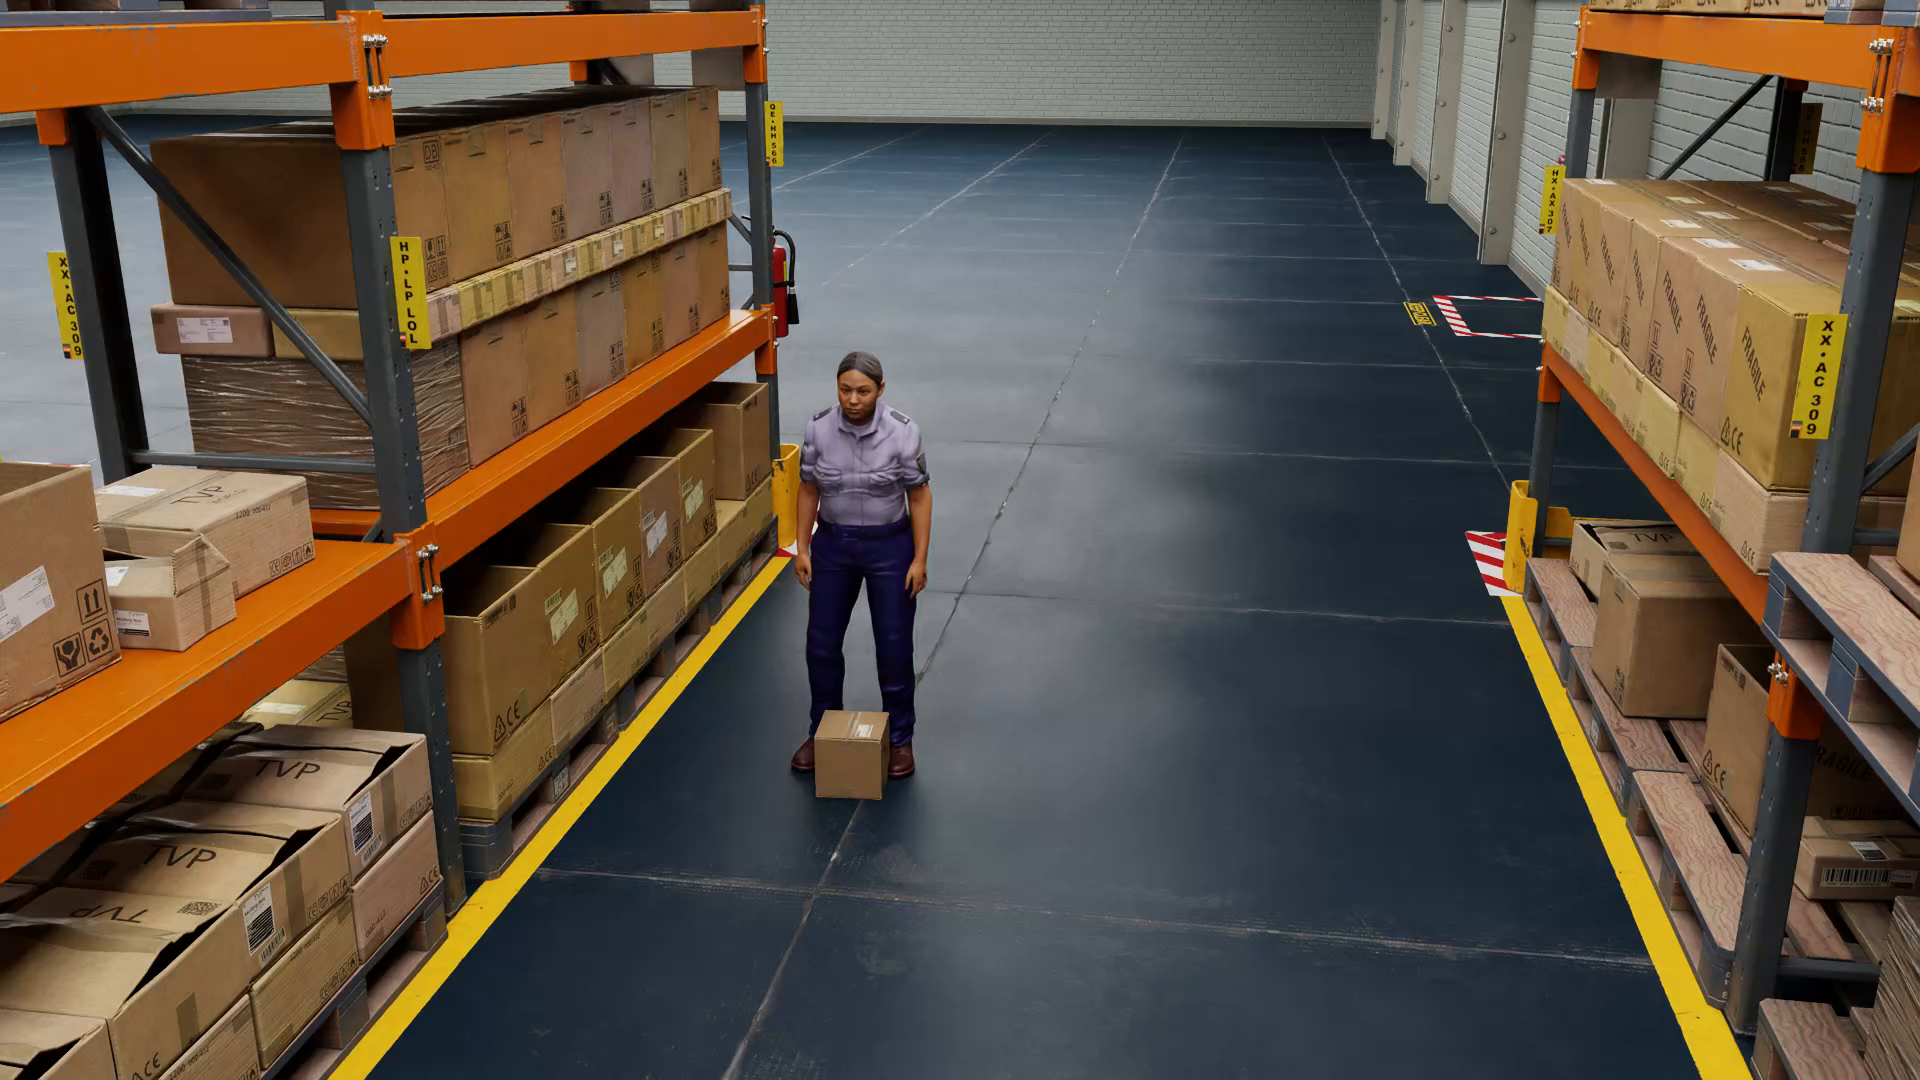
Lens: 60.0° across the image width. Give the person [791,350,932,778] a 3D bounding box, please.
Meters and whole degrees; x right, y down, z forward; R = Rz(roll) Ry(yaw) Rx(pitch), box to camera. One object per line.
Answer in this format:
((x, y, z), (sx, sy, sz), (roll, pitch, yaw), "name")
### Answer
((-0.376, 0.084, 6.334), (0.537, 1.636, 0.374), (3, 18, 9), "person")
